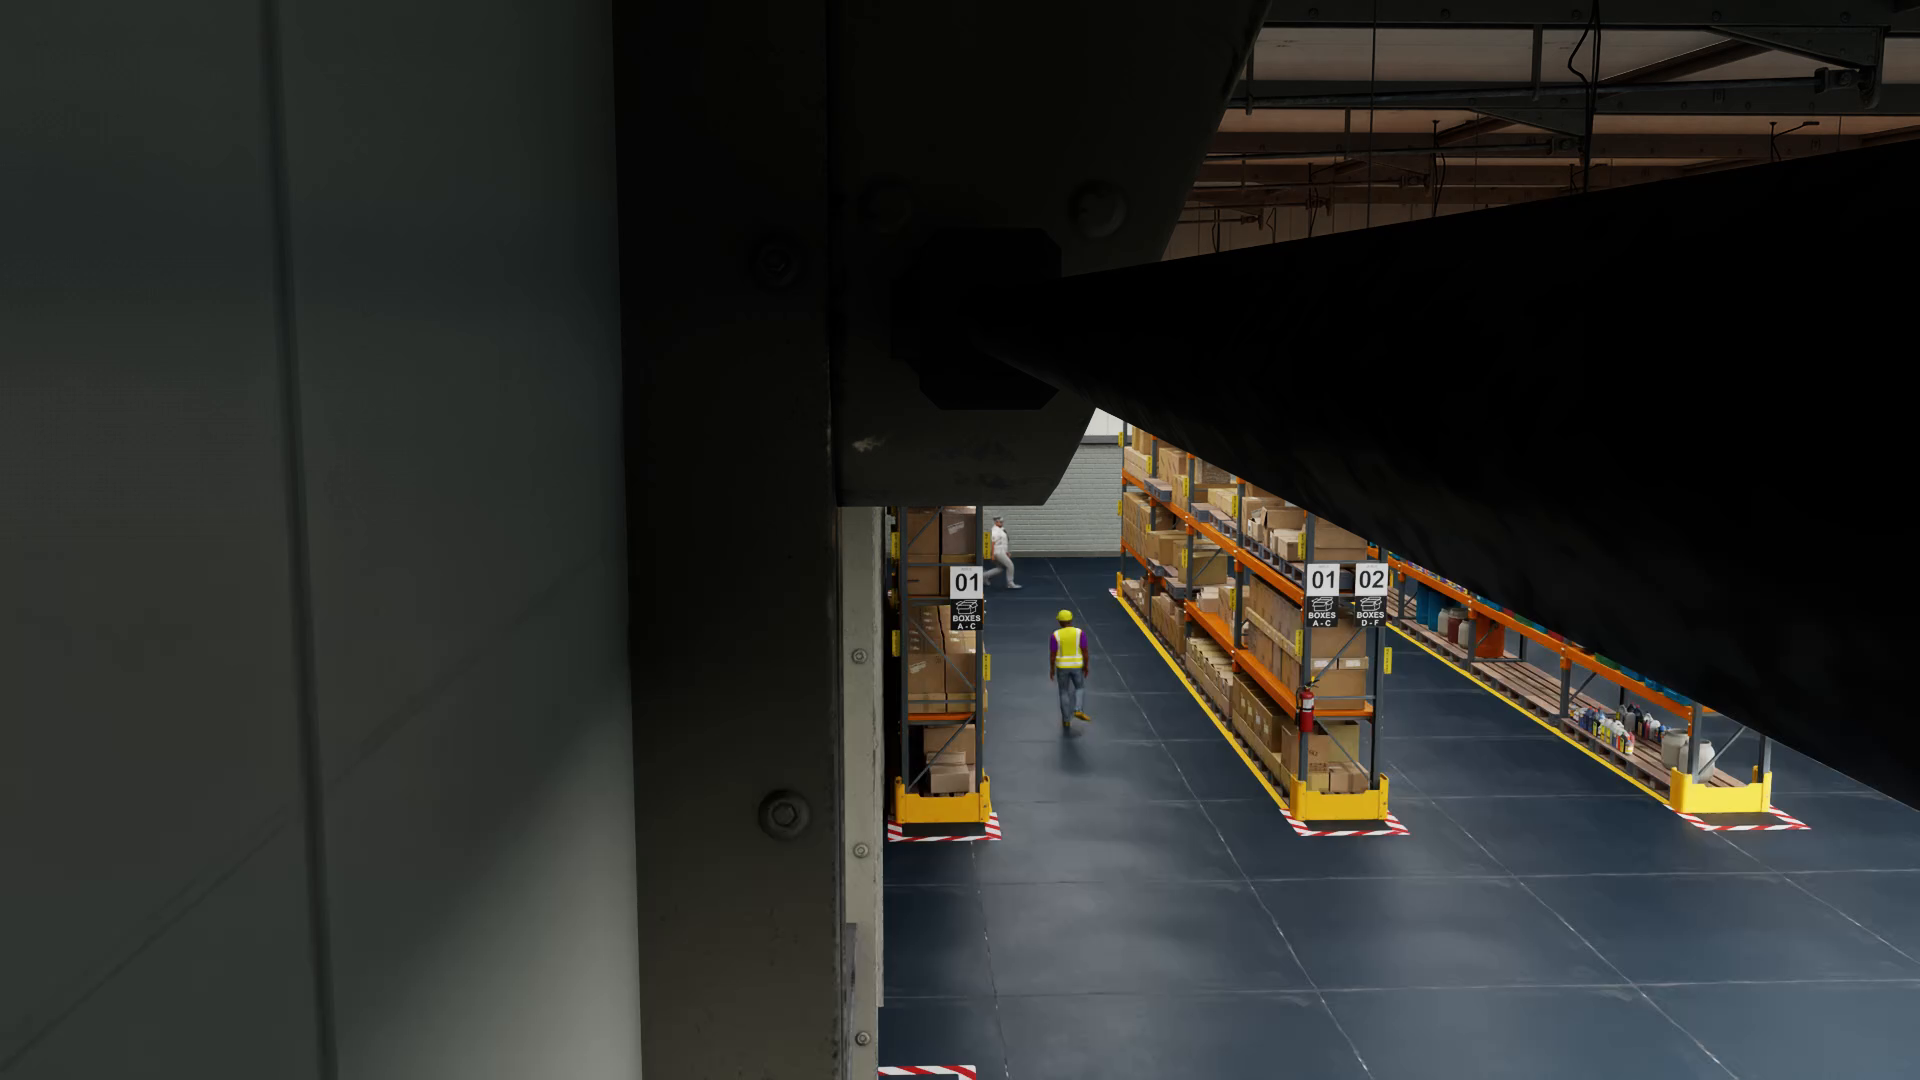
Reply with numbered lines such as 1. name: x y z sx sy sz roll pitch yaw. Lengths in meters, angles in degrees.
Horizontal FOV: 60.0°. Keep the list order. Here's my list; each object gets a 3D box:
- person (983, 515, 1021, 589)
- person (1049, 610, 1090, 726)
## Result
1. person: 0.909 0.252 37.423 0.958 1.654 0.523 2 8 13
2. person: 1.656 1.939 25.113 0.610 1.761 0.502 -1 8 -5
